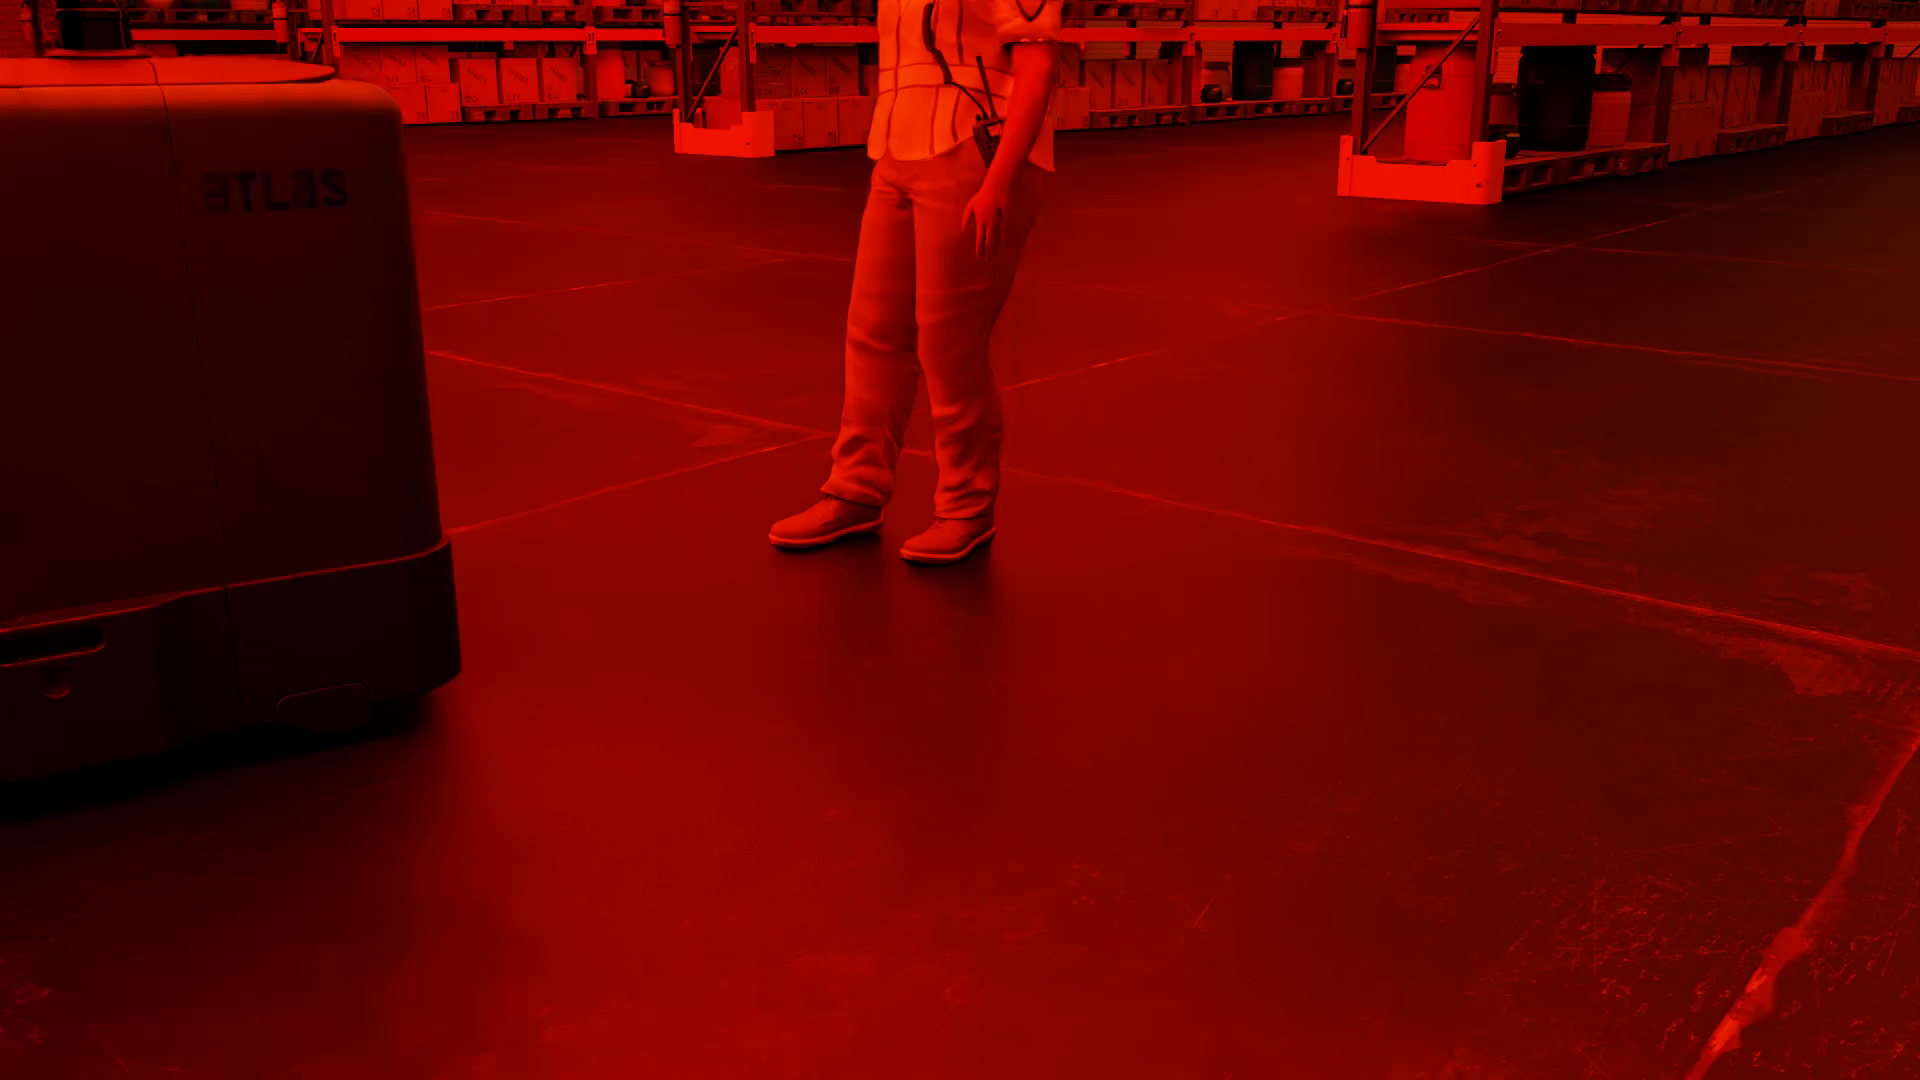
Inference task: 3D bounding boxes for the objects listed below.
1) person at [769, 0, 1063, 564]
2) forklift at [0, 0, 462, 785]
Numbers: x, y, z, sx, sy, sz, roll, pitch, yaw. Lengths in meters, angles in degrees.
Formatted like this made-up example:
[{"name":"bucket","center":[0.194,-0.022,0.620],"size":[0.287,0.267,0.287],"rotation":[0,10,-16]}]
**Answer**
[{"name":"person","center":[-0.099,-0.773,3.632],"size":[0.579,1.669,0.566],"rotation":[-10,19,-29]},{"name":"forklift","center":[-2.400,-0.984,2.137],"size":[3.031,2.935,1.130],"rotation":[-10,20,-31]}]
